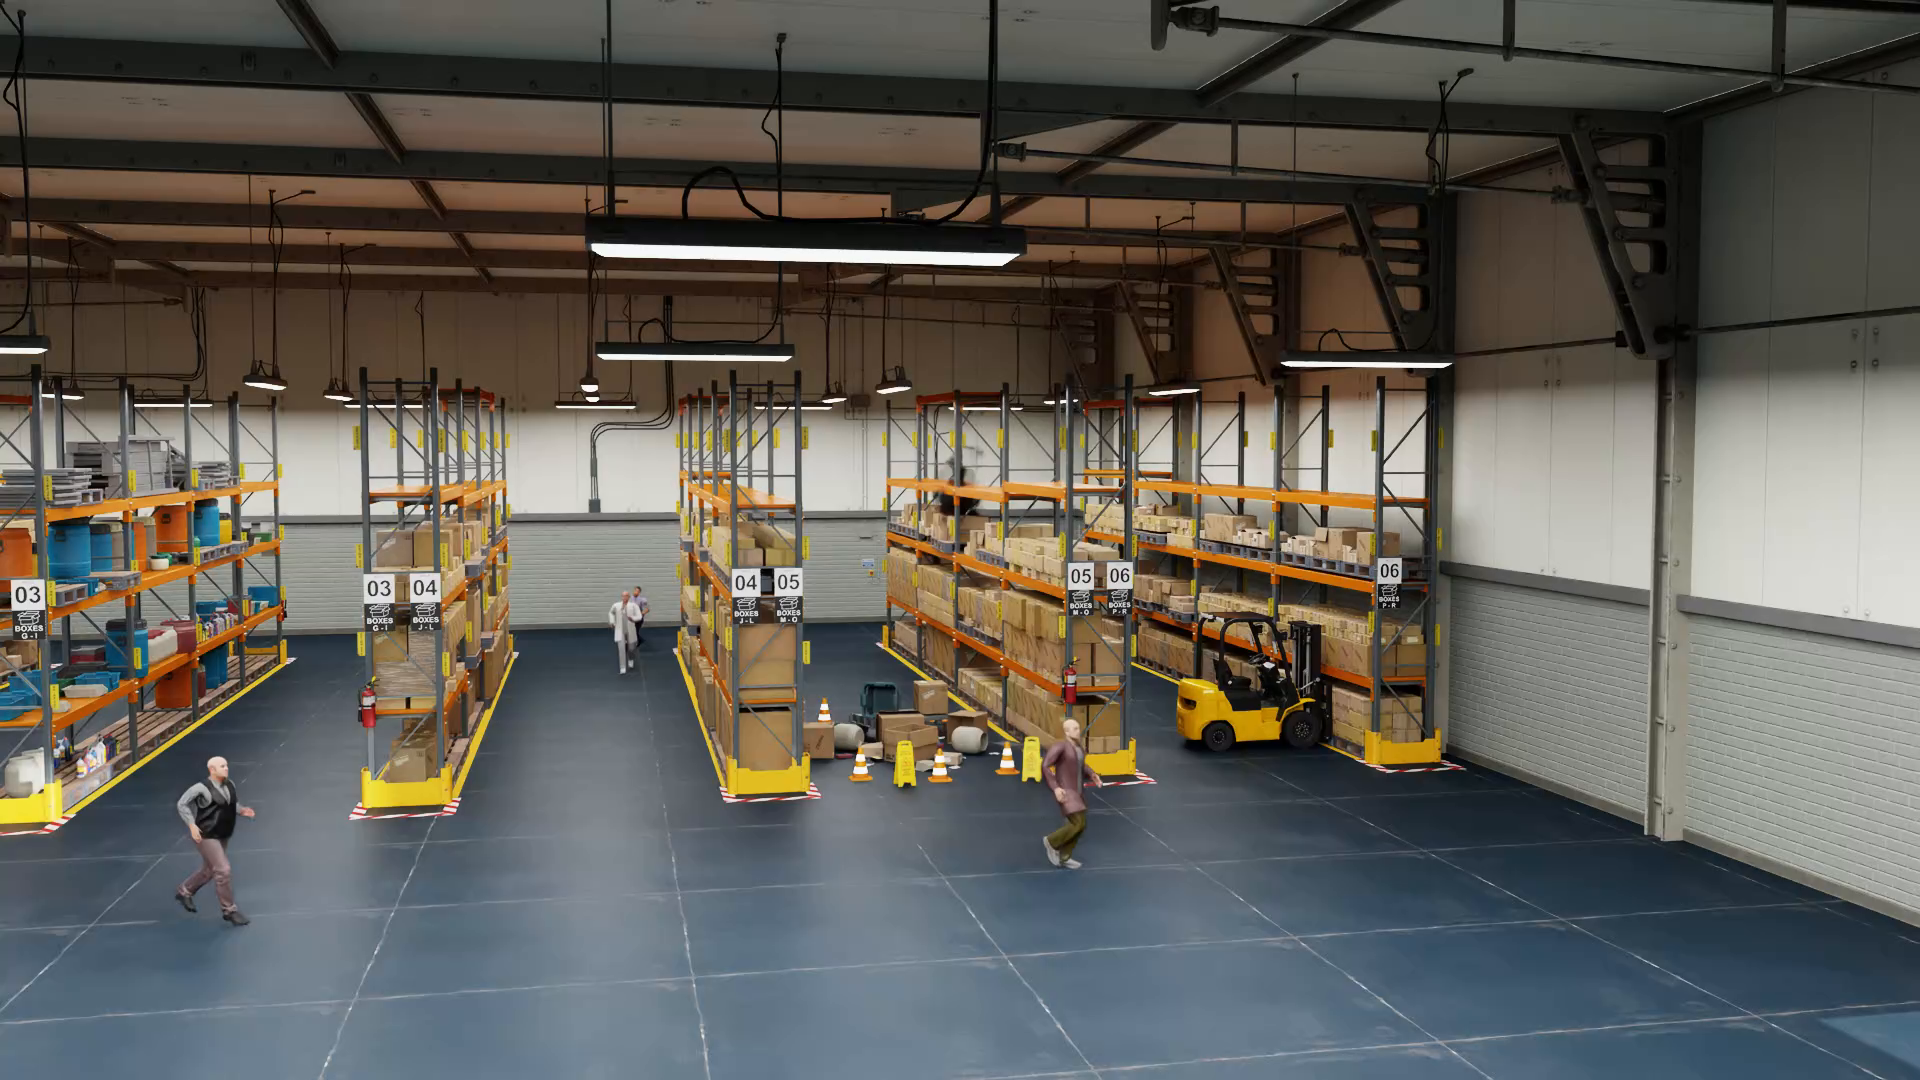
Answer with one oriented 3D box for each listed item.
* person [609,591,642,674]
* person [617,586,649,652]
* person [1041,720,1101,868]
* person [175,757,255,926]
[{"bbox_3d":[-7.224,1.973,35.884,0.716,1.755,1.020,-1,3,-9],"label":"person"},{"bbox_3d":[-7.706,1.879,39.587,0.729,1.580,0.680,2,4,27],"label":"person"},{"bbox_3d":[1.314,2.977,19.477,0.629,1.735,0.723,2,4,32],"label":"person"},{"bbox_3d":[-7.803,3.110,17.314,0.953,1.731,0.617,1,3,12],"label":"person"}]
